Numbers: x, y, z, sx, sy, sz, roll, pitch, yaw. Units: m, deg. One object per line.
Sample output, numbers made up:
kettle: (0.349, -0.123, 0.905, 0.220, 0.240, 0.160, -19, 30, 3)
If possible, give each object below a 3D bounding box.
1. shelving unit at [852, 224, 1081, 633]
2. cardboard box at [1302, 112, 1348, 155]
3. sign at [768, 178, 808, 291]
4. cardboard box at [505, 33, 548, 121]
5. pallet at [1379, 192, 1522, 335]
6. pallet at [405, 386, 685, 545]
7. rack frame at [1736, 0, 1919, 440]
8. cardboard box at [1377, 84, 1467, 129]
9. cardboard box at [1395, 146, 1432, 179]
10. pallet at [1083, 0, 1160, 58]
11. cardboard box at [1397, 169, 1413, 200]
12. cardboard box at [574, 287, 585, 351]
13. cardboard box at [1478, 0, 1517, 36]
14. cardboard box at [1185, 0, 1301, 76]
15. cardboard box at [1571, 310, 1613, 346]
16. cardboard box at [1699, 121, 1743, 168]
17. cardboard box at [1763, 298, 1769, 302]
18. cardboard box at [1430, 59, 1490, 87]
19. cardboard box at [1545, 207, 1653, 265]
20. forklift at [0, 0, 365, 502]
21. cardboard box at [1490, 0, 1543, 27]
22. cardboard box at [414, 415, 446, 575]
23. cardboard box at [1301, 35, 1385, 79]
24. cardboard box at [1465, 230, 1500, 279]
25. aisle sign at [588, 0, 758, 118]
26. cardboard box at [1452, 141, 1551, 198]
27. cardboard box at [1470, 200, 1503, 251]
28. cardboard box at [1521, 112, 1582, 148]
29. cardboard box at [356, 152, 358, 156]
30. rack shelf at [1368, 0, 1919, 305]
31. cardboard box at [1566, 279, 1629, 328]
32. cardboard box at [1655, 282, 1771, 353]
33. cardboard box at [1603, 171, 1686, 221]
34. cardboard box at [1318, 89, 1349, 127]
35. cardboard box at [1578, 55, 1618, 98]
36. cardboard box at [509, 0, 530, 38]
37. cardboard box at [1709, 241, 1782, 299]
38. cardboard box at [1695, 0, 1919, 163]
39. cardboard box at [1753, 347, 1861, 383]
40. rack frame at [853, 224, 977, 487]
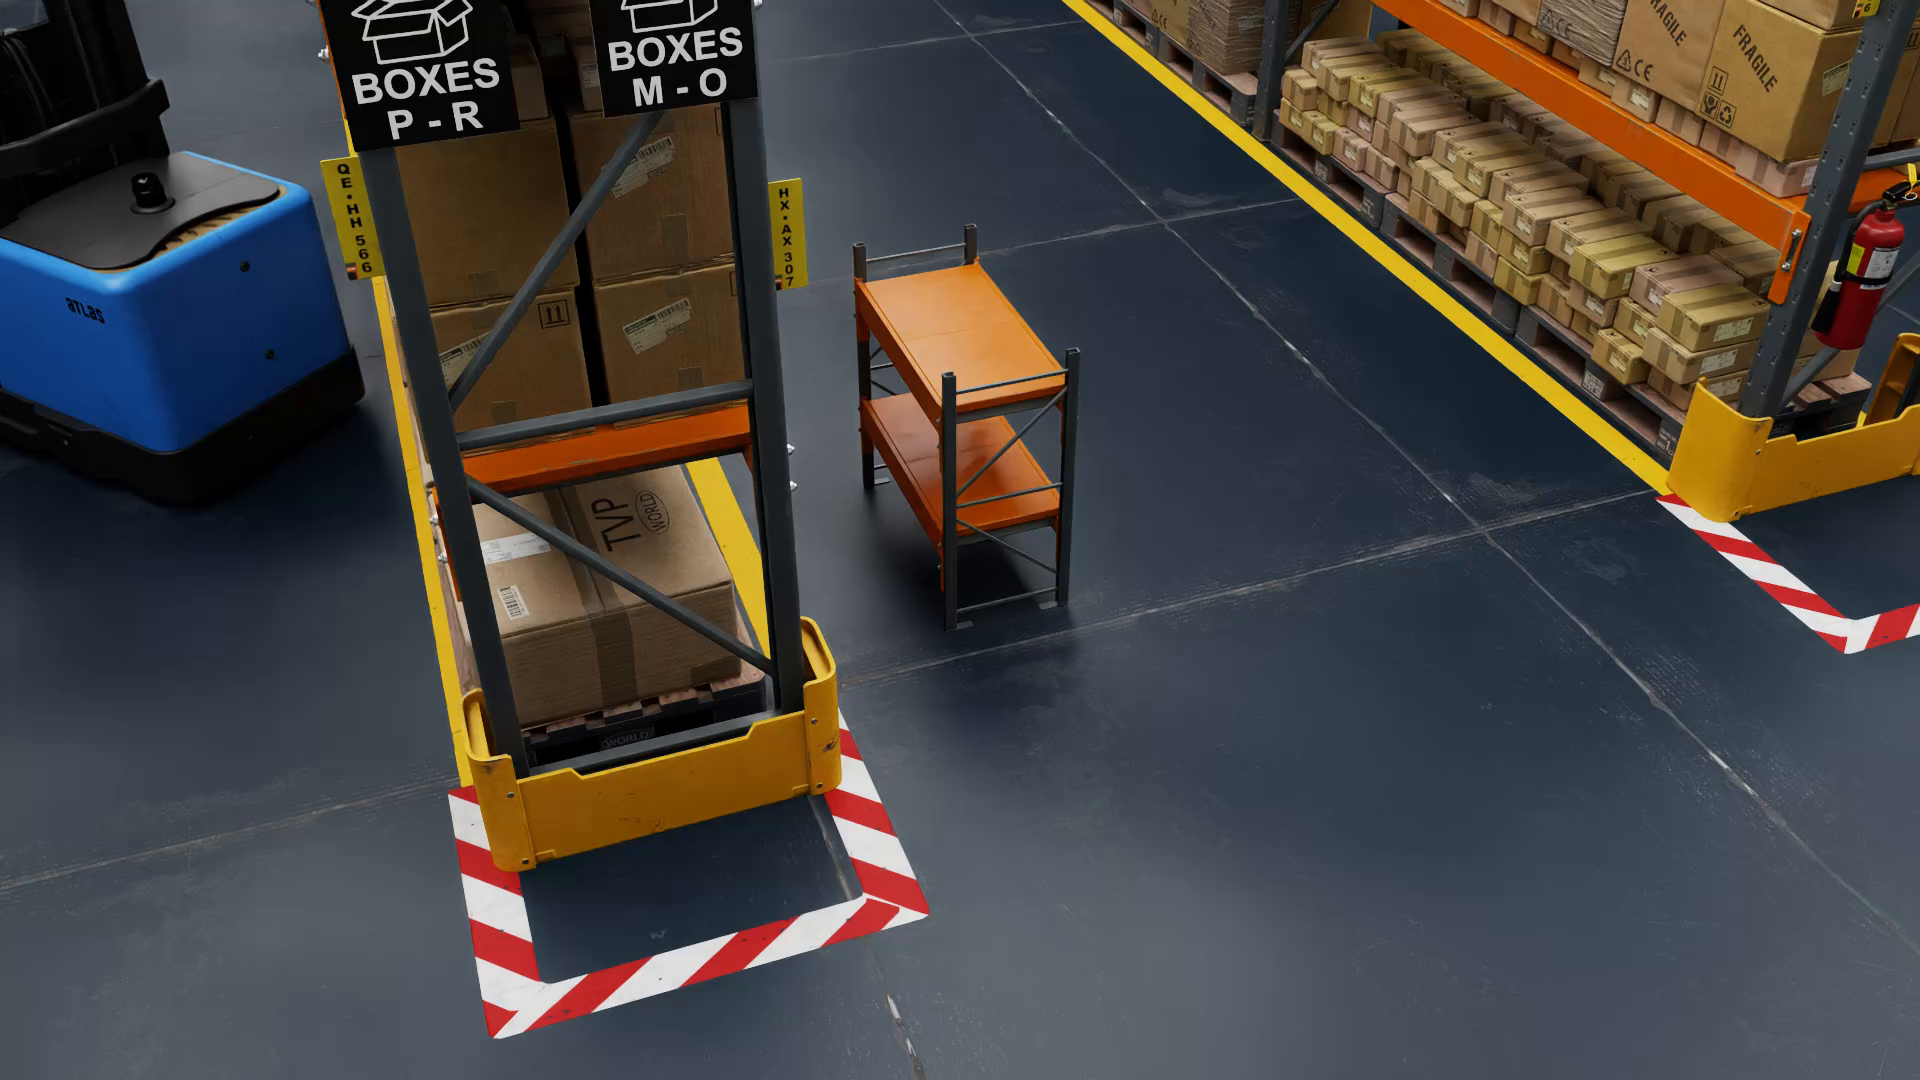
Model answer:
shelving unit: (0.002, -0.445, 6.407, 0.538, 1.125, 1.048, -12, 39, -16)
cardboard box: (2.152, -2.298, 9.329, 0.380, 0.149, 0.250, -11, 38, -15)
sign: (-0.476, -0.839, 4.586, 0.100, 0.325, 0.005, -12, 39, -16)
cardboard box: (-1.311, -1.210, 4.410, 0.380, 0.149, 0.250, -12, 39, -15)
pallet: (2.925, -1.516, 8.587, 1.003, 0.211, 1.213, -12, 39, -16)
pallet: (-1.764, -0.360, 7.053, 1.003, 0.211, 1.213, -12, 39, -16)
rack frame: (3.614, -1.432, 6.158, 1.000, 3.000, 0.127, -12, 39, -16)
cardboard box: (2.445, -2.278, 8.807, 0.380, 0.149, 0.250, -13, 39, -17)
cardboard box: (2.513, -2.001, 8.686, 0.380, 0.149, 0.250, -11, 38, -14)
pallet: (1.544, -3.708, 11.497, 1.003, 0.211, 1.213, -12, 39, -16)
cardboard box: (2.546, -1.891, 8.788, 0.380, 0.149, 0.250, -14, 39, -18)
cardboard box: (-1.095, -1.001, 5.502, 0.500, 0.500, 0.500, -13, 39, -17)
cardboard box: (2.662, -2.488, 7.769, 0.380, 0.149, 0.250, -11, 38, -14)
cardboard box: (1.746, -3.227, 10.270, 0.500, 0.500, 0.500, -13, 39, -17)
cardboard box: (3.043, -1.007, 7.614, 0.380, 0.149, 0.250, -13, 39, -16)
cardboard box: (3.186, -1.606, 6.598, 0.380, 0.149, 0.250, -13, 39, -16)
cardboard box: (3.633, -1.096, 7.485, 0.380, 0.149, 0.250, -13, 39, -16)
cardboard box: (2.822, -2.536, 9.150, 0.380, 0.149, 0.250, -13, 39, -16)
cardboard box: (2.923, -1.379, 7.613, 0.380, 0.149, 0.250, -14, 39, -18)
forklift: (-4.219, -1.972, 6.932, 3.031, 2.935, 1.130, 19, 41, 24)
cardboard box: (2.700, -2.652, 7.447, 0.500, 0.500, 0.500, -11, 38, -14)
cardboard box: (-1.643, -0.362, 6.518, 0.875, 0.438, 0.875, -11, 38, -15)
cardboard box: (2.161, -2.721, 9.395, 0.380, 0.149, 0.250, -11, 38, -14)
cardboard box: (2.724, -1.433, 8.180, 0.380, 0.149, 0.250, -12, 39, -15)
aisle sign: (-0.702, -1.408, 3.965, 0.394, 0.787, 0.004, -12, 39, -16)
cardboard box: (2.675, -1.833, 8.216, 0.380, 0.149, 0.250, -12, 39, -16)
cardboard box: (2.722, -1.551, 8.089, 0.380, 0.149, 0.250, -11, 38, -14)
cardboard box: (3.122, -2.090, 8.557, 0.380, 0.149, 0.250, -14, 39, -18)
cardboard box: (-1.596, -1.302, 5.071, 0.500, 0.500, 0.500, -12, 39, -16)
rack shelf: (2.925, -2.275, 7.875, 1.077, 0.370, 4.000, -12, 39, -16)
cardboard box: (2.984, -1.112, 7.507, 0.380, 0.149, 0.250, -14, 39, -18)
cardboard box: (3.194, -0.945, 7.038, 0.380, 0.149, 0.250, -12, 39, -15)
cardboard box: (3.328, -1.646, 7.969, 0.380, 0.149, 0.250, -11, 38, -14)
cardboard box: (2.233, -2.444, 9.275, 0.380, 0.149, 0.250, -12, 39, -16)
cardboard box: (2.913, -2.039, 7.172, 0.380, 0.149, 0.250, -14, 39, -18)
cardboard box: (-1.081, -1.410, 5.215, 0.500, 0.500, 0.500, -13, 39, -17)
cardboard box: (3.545, -1.196, 7.371, 0.380, 0.149, 0.250, -12, 39, -15)
cardboard box: (3.217, -1.792, 6.305, 0.500, 0.500, 0.500, -12, 39, -15)
cardboard box: (3.734, -0.824, 7.371, 0.380, 0.149, 0.250, -12, 39, -15)
rack frame: (-0.173, -0.733, 6.788, 0.500, 1.125, 0.032, -12, 39, -16)
